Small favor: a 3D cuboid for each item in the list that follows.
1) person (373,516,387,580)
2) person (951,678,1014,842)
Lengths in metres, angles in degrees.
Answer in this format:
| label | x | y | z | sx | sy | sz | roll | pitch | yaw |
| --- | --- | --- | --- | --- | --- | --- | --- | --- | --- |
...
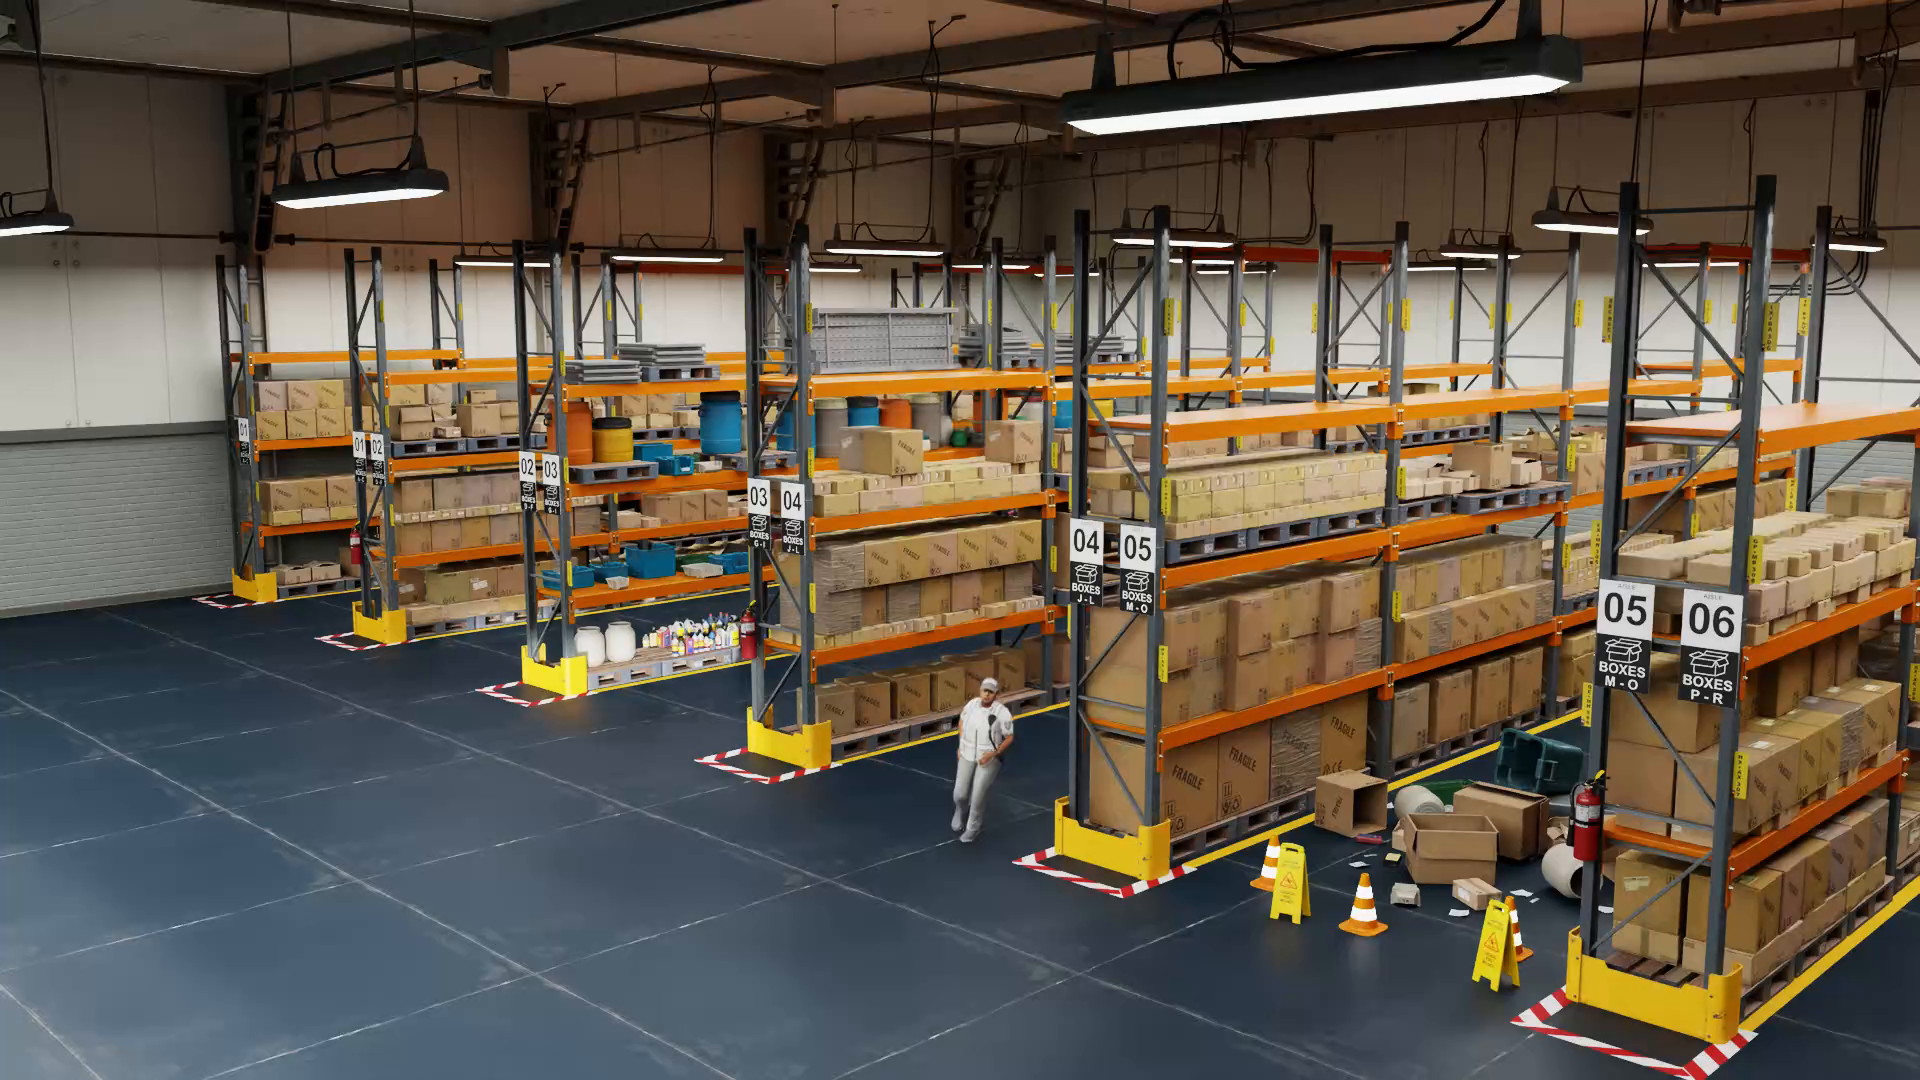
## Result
| label | x | y | z | sx | sy | sz | roll | pitch | yaw |
| --- | --- | --- | --- | --- | --- | --- | --- | --- | --- |
| person | -9.521 | 0.382 | 27.644 | 0.724 | 1.737 | 0.604 | 7 | 11 | 41 |
| person | 0.192 | 2.117 | 16.028 | 0.662 | 1.623 | 0.502 | 3 | 9 | 18 |
